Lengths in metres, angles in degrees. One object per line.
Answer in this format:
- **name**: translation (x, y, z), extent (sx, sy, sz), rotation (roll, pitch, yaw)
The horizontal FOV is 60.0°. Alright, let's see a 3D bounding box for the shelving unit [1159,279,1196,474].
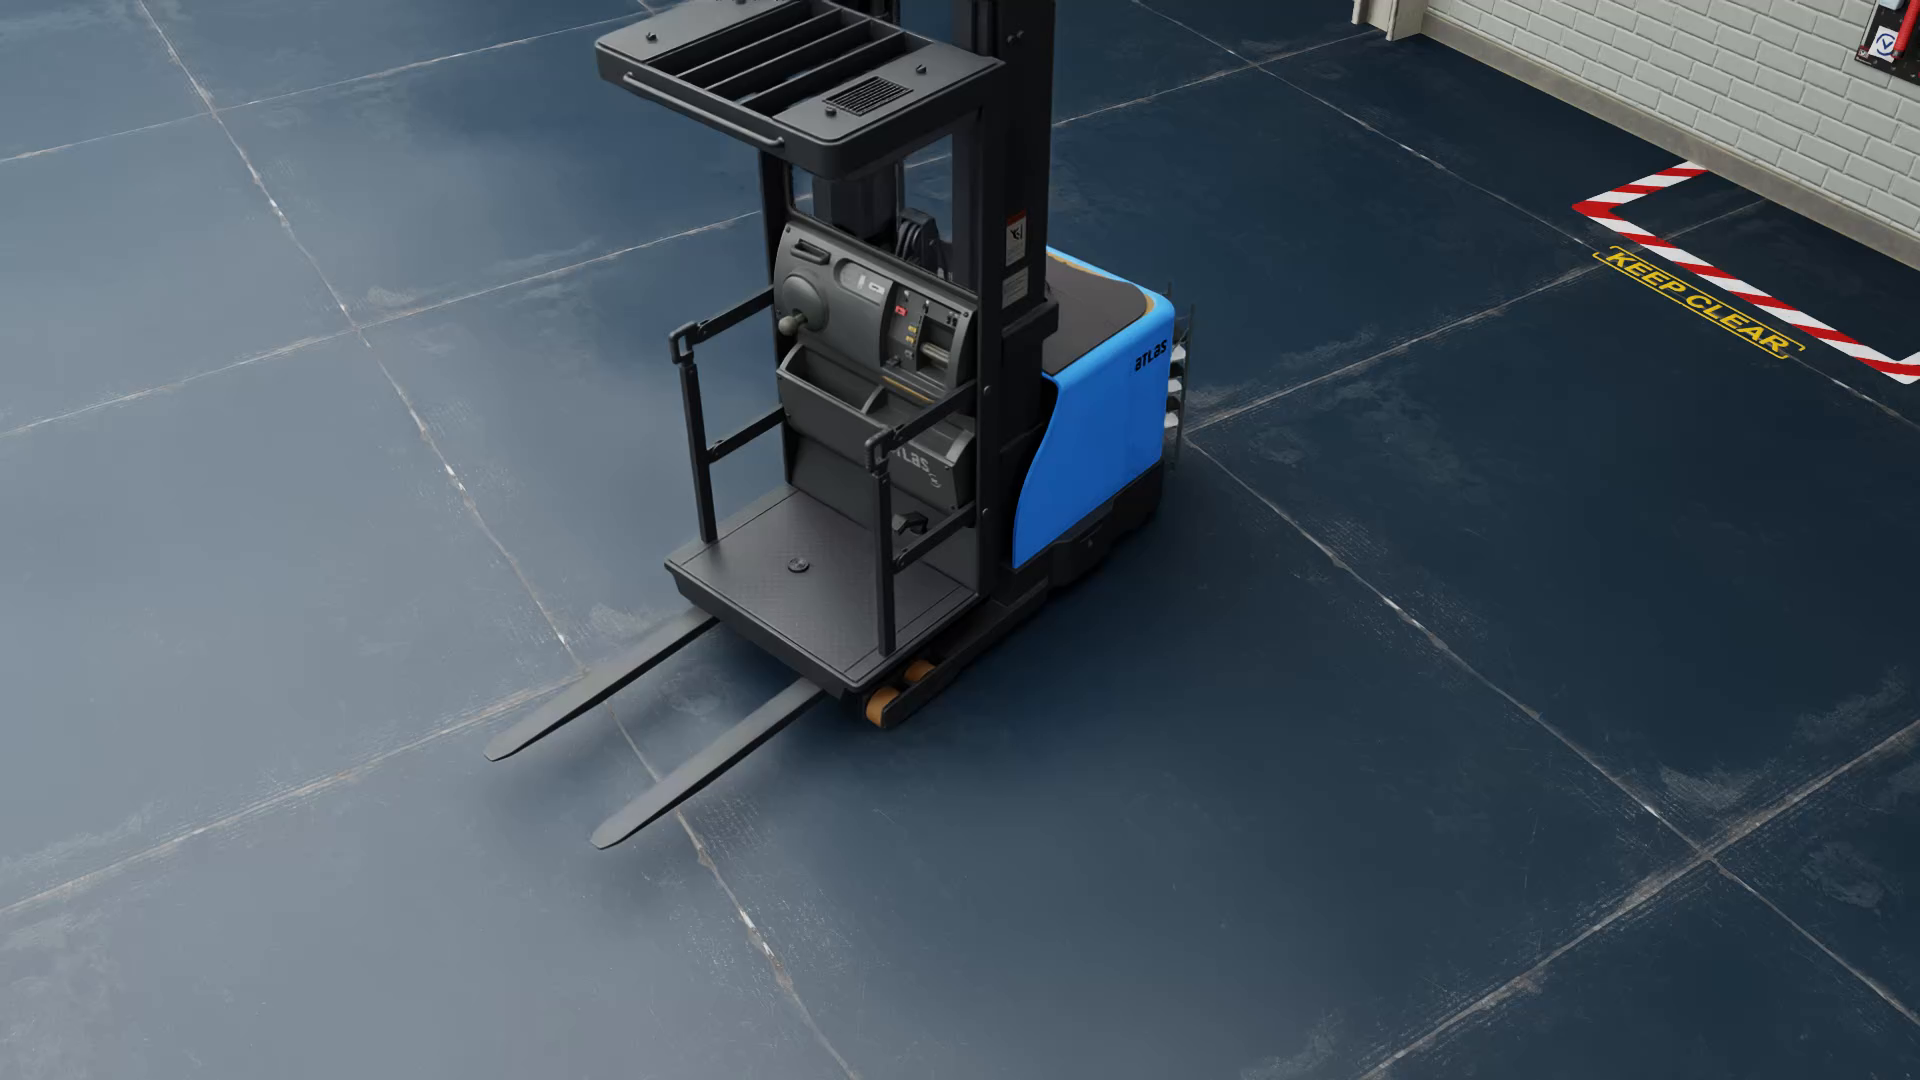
- **shelving unit**: translation (0.848, -0.694, 7.379), extent (0.258, 0.900, 0.210), rotation (-15, 42, -17)

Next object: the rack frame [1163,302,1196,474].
- **rack frame**: translation (0.888, -0.633, 7.307), extent (0.240, 0.900, 0.006), rotation (-15, 42, -17)

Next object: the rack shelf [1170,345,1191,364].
- **rack shelf**: translation (0.848, -0.806, 7.285), extent (0.258, 0.077, 0.200), rotation (-15, 42, -17)

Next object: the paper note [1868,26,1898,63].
- **paper note**: translation (4.851, -2.598, 8.713), extent (0.016, 0.148, 0.142), rotation (-22, 45, -24)

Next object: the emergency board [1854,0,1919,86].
- **emergency board**: translation (4.888, -2.817, 8.287), extent (0.194, 1.169, 0.643), rotation (-22, 45, -24)

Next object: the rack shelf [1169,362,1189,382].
- **rack shelf**: translation (0.848, -0.737, 7.342), extent (0.258, 0.077, 0.200), rotation (-15, 42, -17)

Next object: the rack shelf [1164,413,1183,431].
- **rack shelf**: translation (0.848, -0.530, 7.516), extent (0.258, 0.077, 0.200), rotation (-15, 42, -17)

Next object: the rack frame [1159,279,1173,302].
- **rack frame**: translation (0.809, -0.754, 7.450), extent (0.240, 0.900, 0.006), rotation (-15, 42, -17)

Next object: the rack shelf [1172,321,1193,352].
- **rack shelf**: translation (0.849, -0.875, 7.227), extent (0.258, 0.077, 0.200), rotation (-15, 42, -17)

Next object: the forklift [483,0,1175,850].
- **forklift**: translation (-0.464, -0.770, 5.884), extent (1.130, 2.935, 3.031), rotation (30, 48, 31)

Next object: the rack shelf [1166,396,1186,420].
- **rack shelf**: translation (0.848, -0.599, 7.458), extent (0.258, 0.077, 0.200), rotation (-15, 42, -17)

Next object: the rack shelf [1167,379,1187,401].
- **rack shelf**: translation (0.848, -0.668, 7.400), extent (0.258, 0.077, 0.200), rotation (-15, 42, -17)

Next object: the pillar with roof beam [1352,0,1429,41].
- **pillar with roof beam**: translation (-0.671, -5.531, 6.858), extent (9.100, 9.000, 0.400), rotation (-22, 45, -24)
